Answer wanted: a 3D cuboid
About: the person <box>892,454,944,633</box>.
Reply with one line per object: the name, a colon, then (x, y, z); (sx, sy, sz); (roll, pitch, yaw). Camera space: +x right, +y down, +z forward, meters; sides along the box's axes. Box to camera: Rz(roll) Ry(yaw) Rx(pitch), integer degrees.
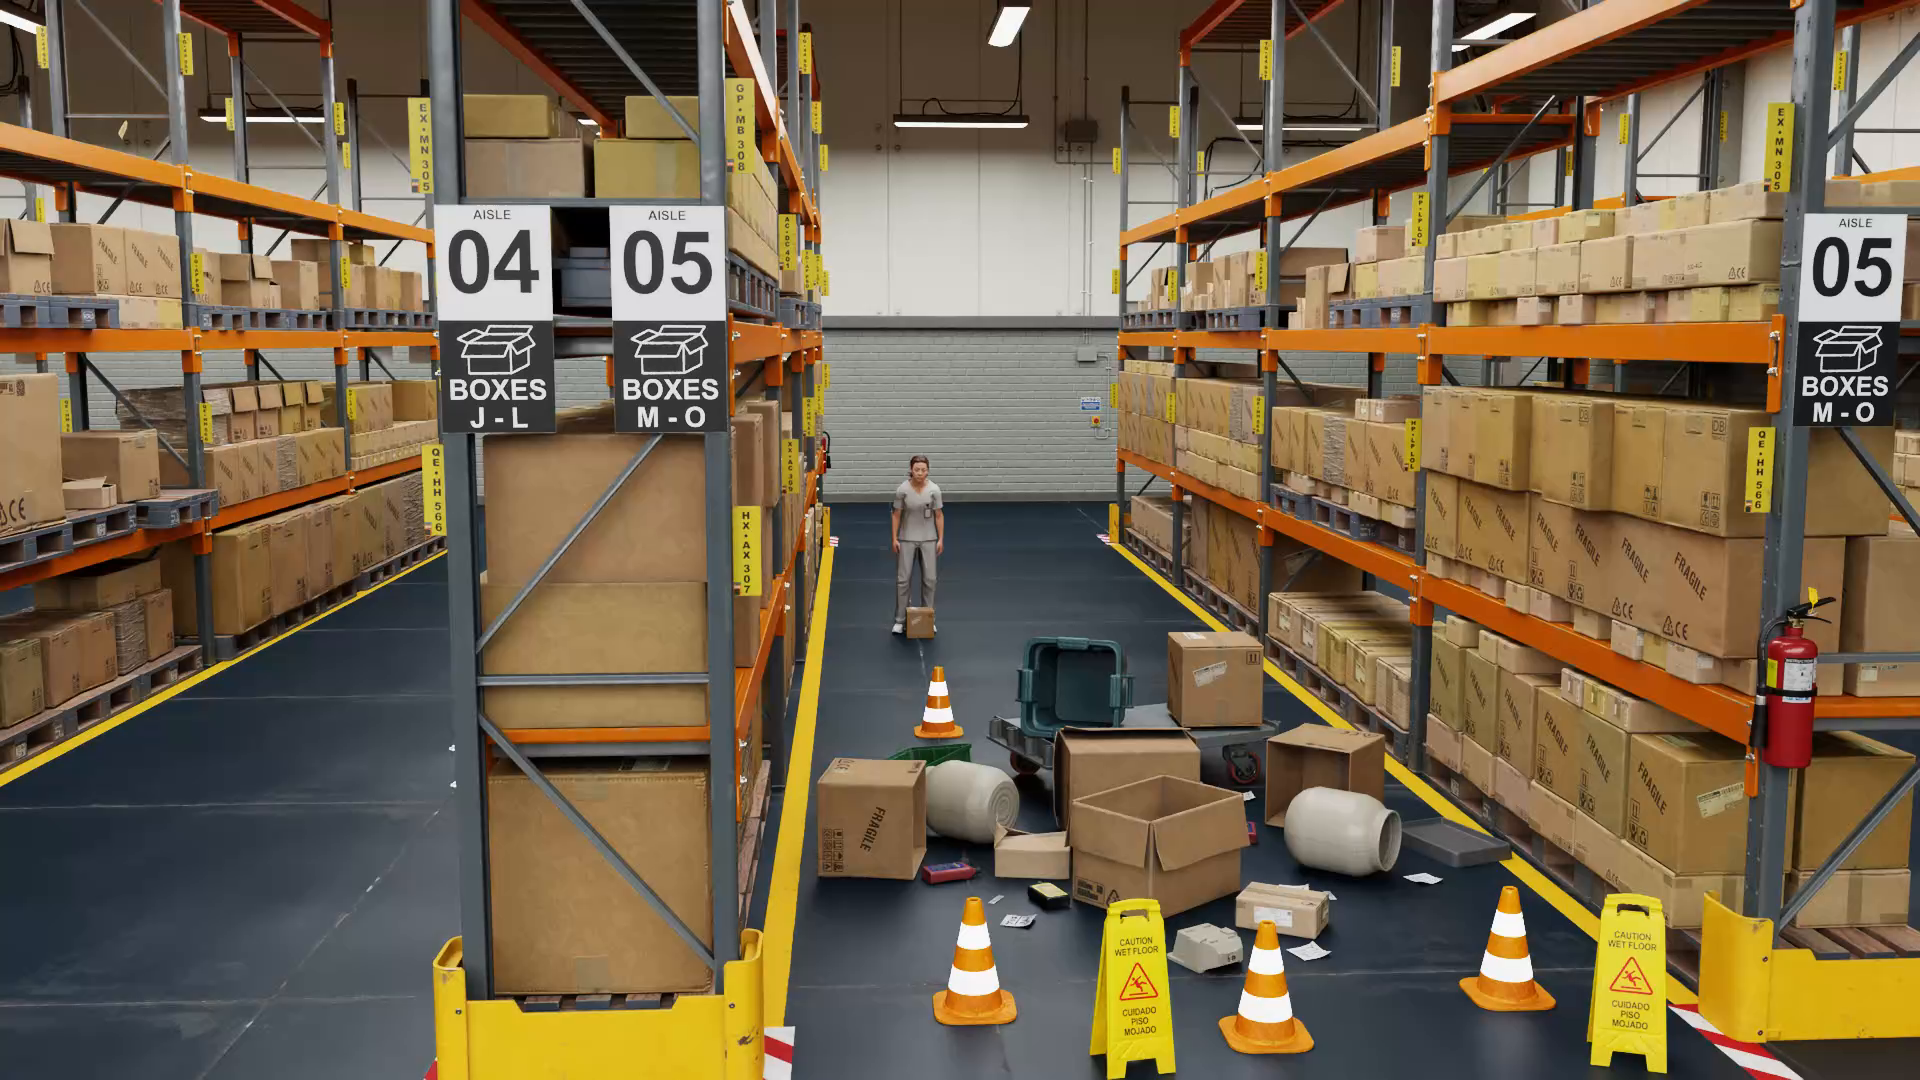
person: (-0.397, 0.027, 15.535); (0.495, 1.672, 0.352); (0, 7, -4)
